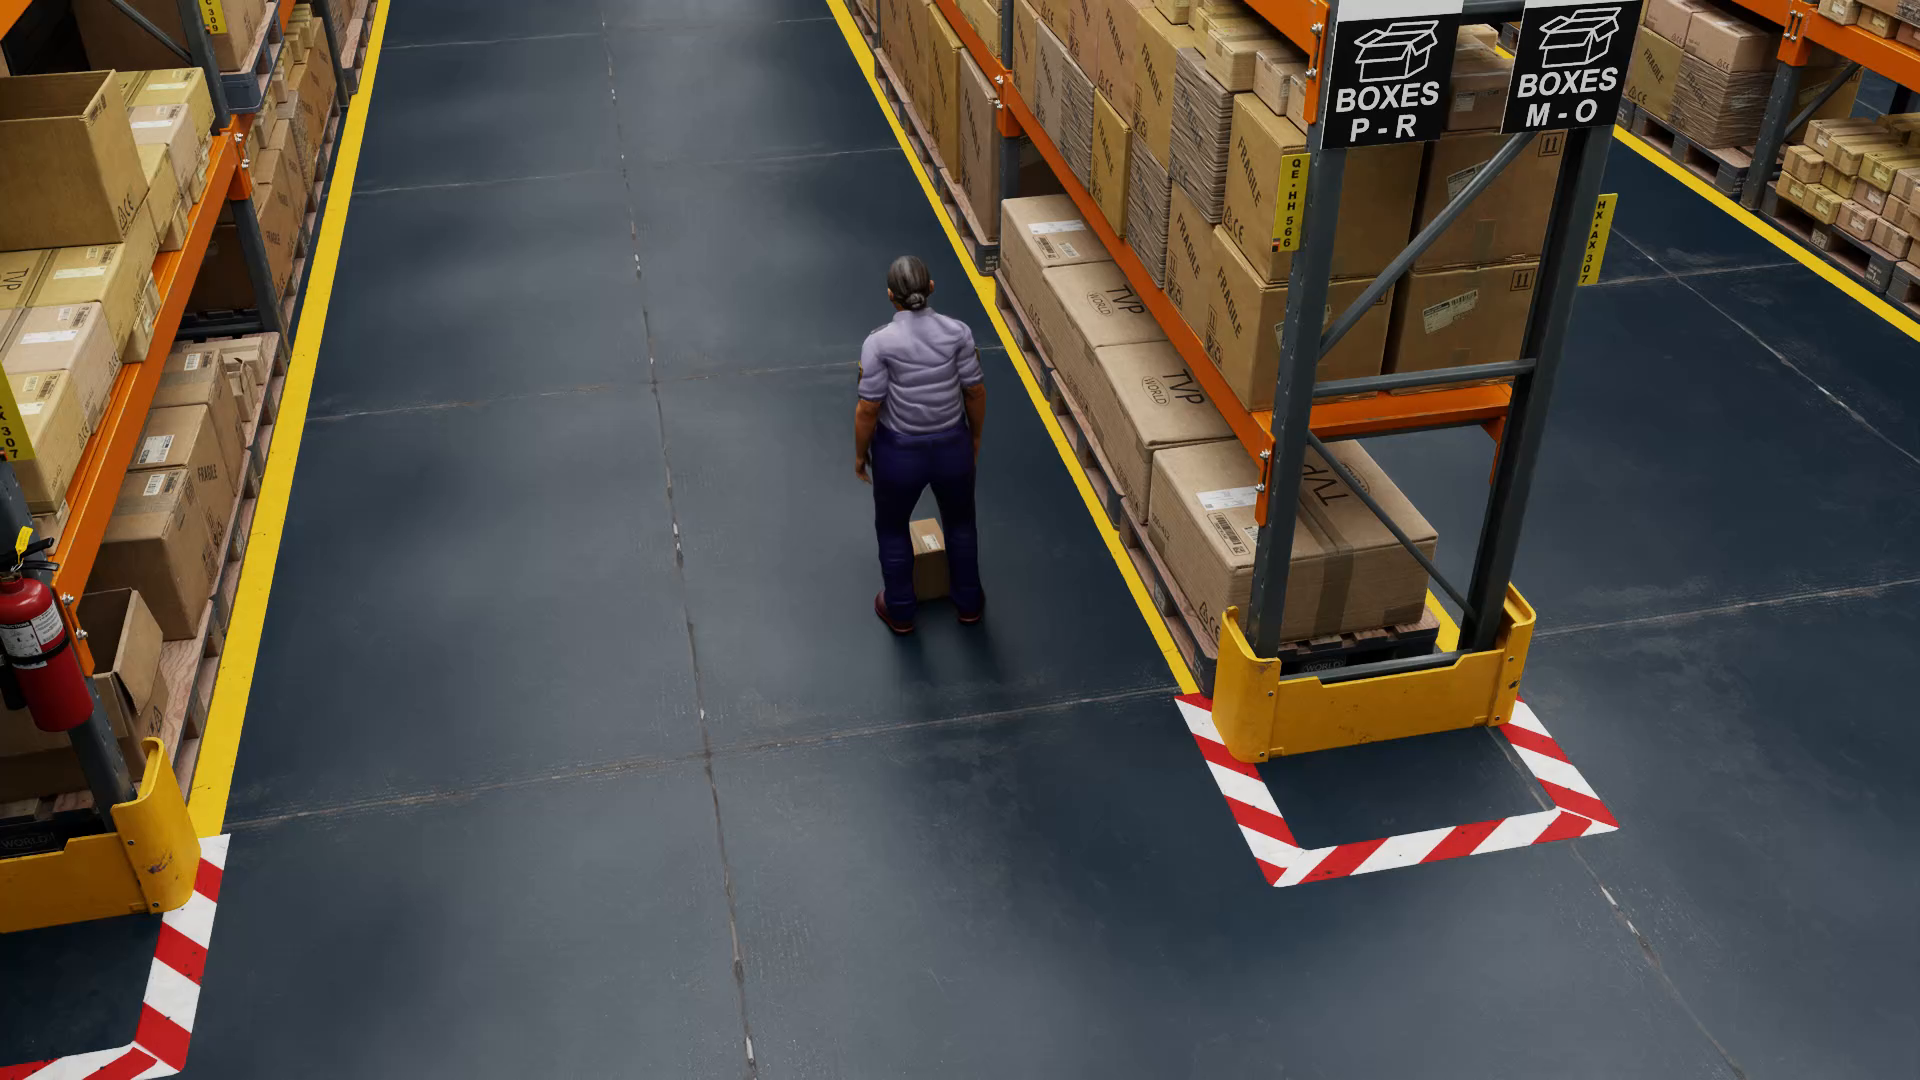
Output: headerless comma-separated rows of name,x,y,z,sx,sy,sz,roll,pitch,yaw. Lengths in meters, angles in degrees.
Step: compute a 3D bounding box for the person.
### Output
person,-0.144,-0.353,6.662,0.563,1.653,0.367,-9,36,-13
